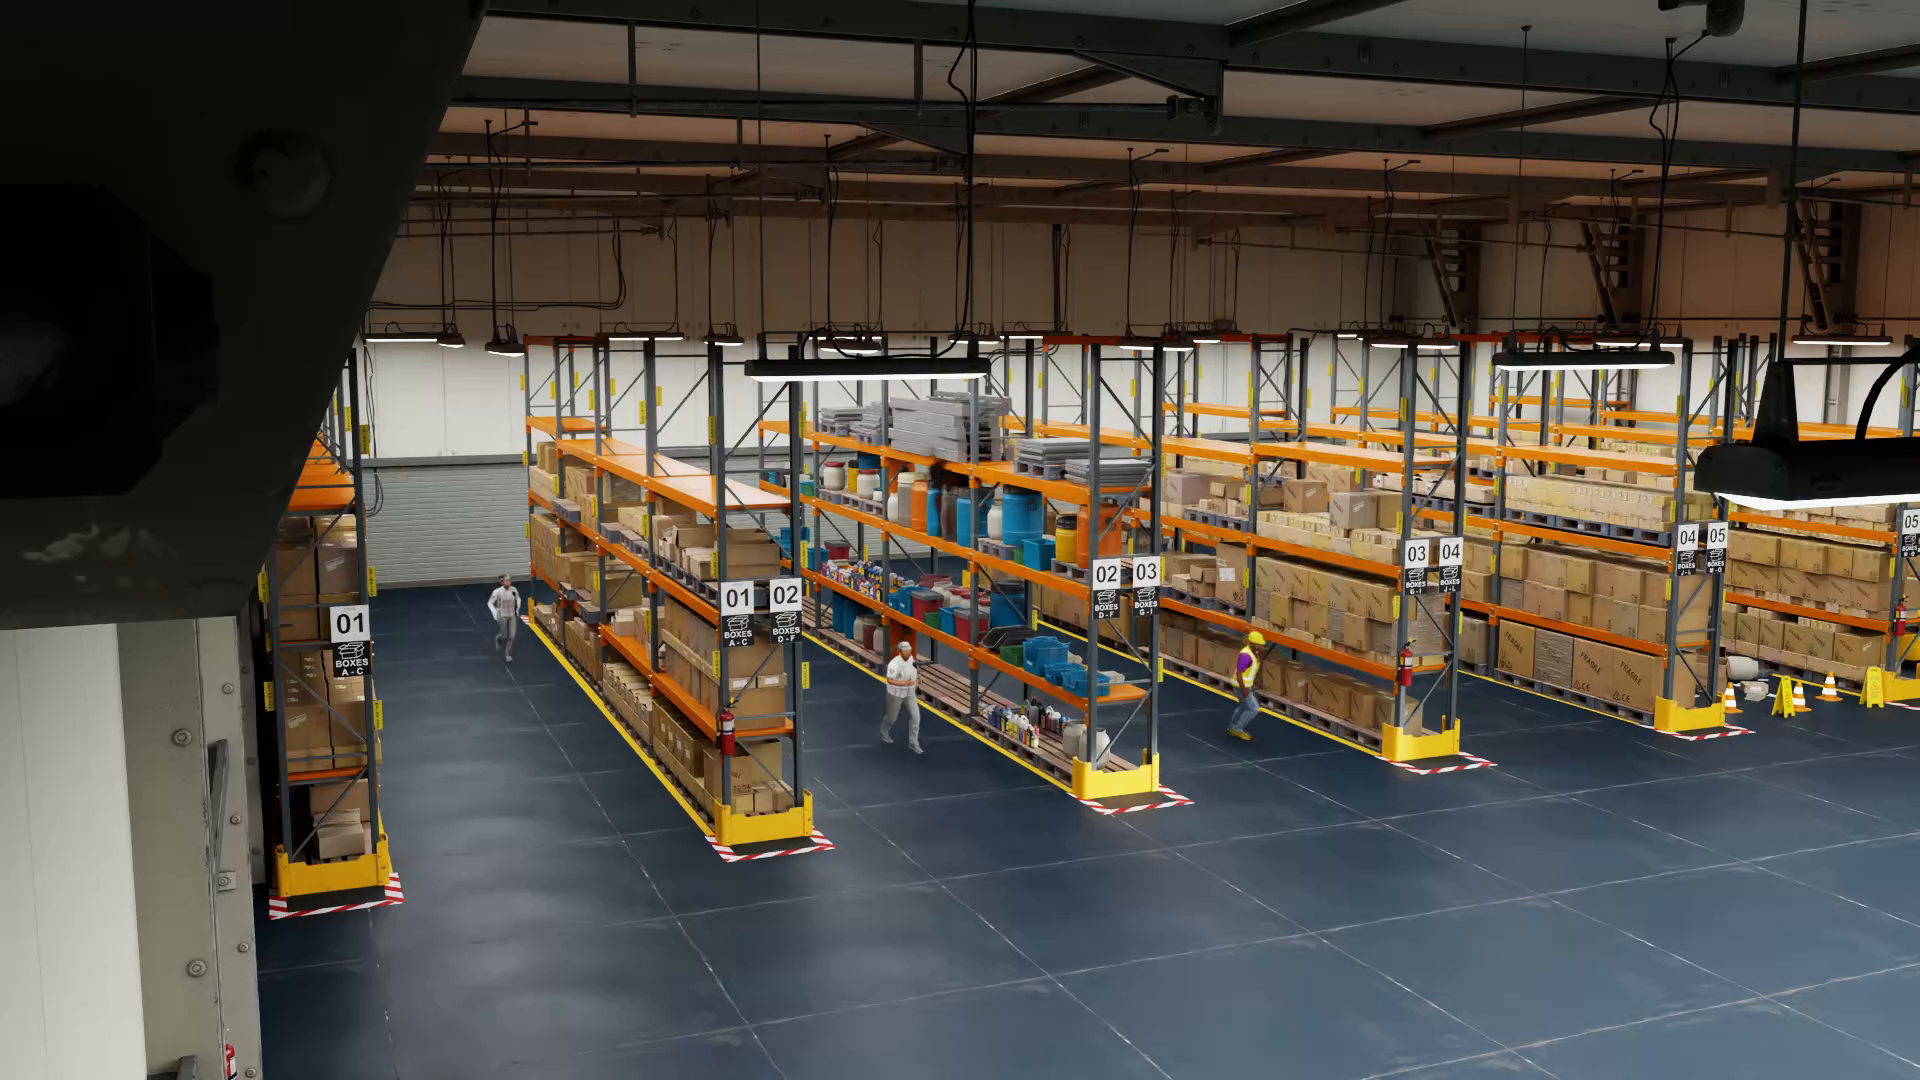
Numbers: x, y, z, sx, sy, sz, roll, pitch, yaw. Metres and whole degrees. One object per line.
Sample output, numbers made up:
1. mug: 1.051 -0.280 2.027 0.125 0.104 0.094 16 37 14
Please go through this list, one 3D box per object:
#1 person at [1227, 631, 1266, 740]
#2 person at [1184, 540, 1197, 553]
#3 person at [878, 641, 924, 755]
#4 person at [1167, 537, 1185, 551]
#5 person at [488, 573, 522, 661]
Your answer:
1. person: 4.303 2.177 25.021 0.630 1.697 0.716 3 8 23
2. person: 5.838 -0.015 41.553 0.605 1.665 0.685 2 8 15
3. person: -0.885 2.279 24.462 0.609 1.658 0.955 -5 9 -35
4. person: 5.543 -0.119 41.883 0.856 1.828 0.654 -4 9 -30
5. person: -8.485 1.412 31.040 0.631 1.652 0.584 -5 9 -34
